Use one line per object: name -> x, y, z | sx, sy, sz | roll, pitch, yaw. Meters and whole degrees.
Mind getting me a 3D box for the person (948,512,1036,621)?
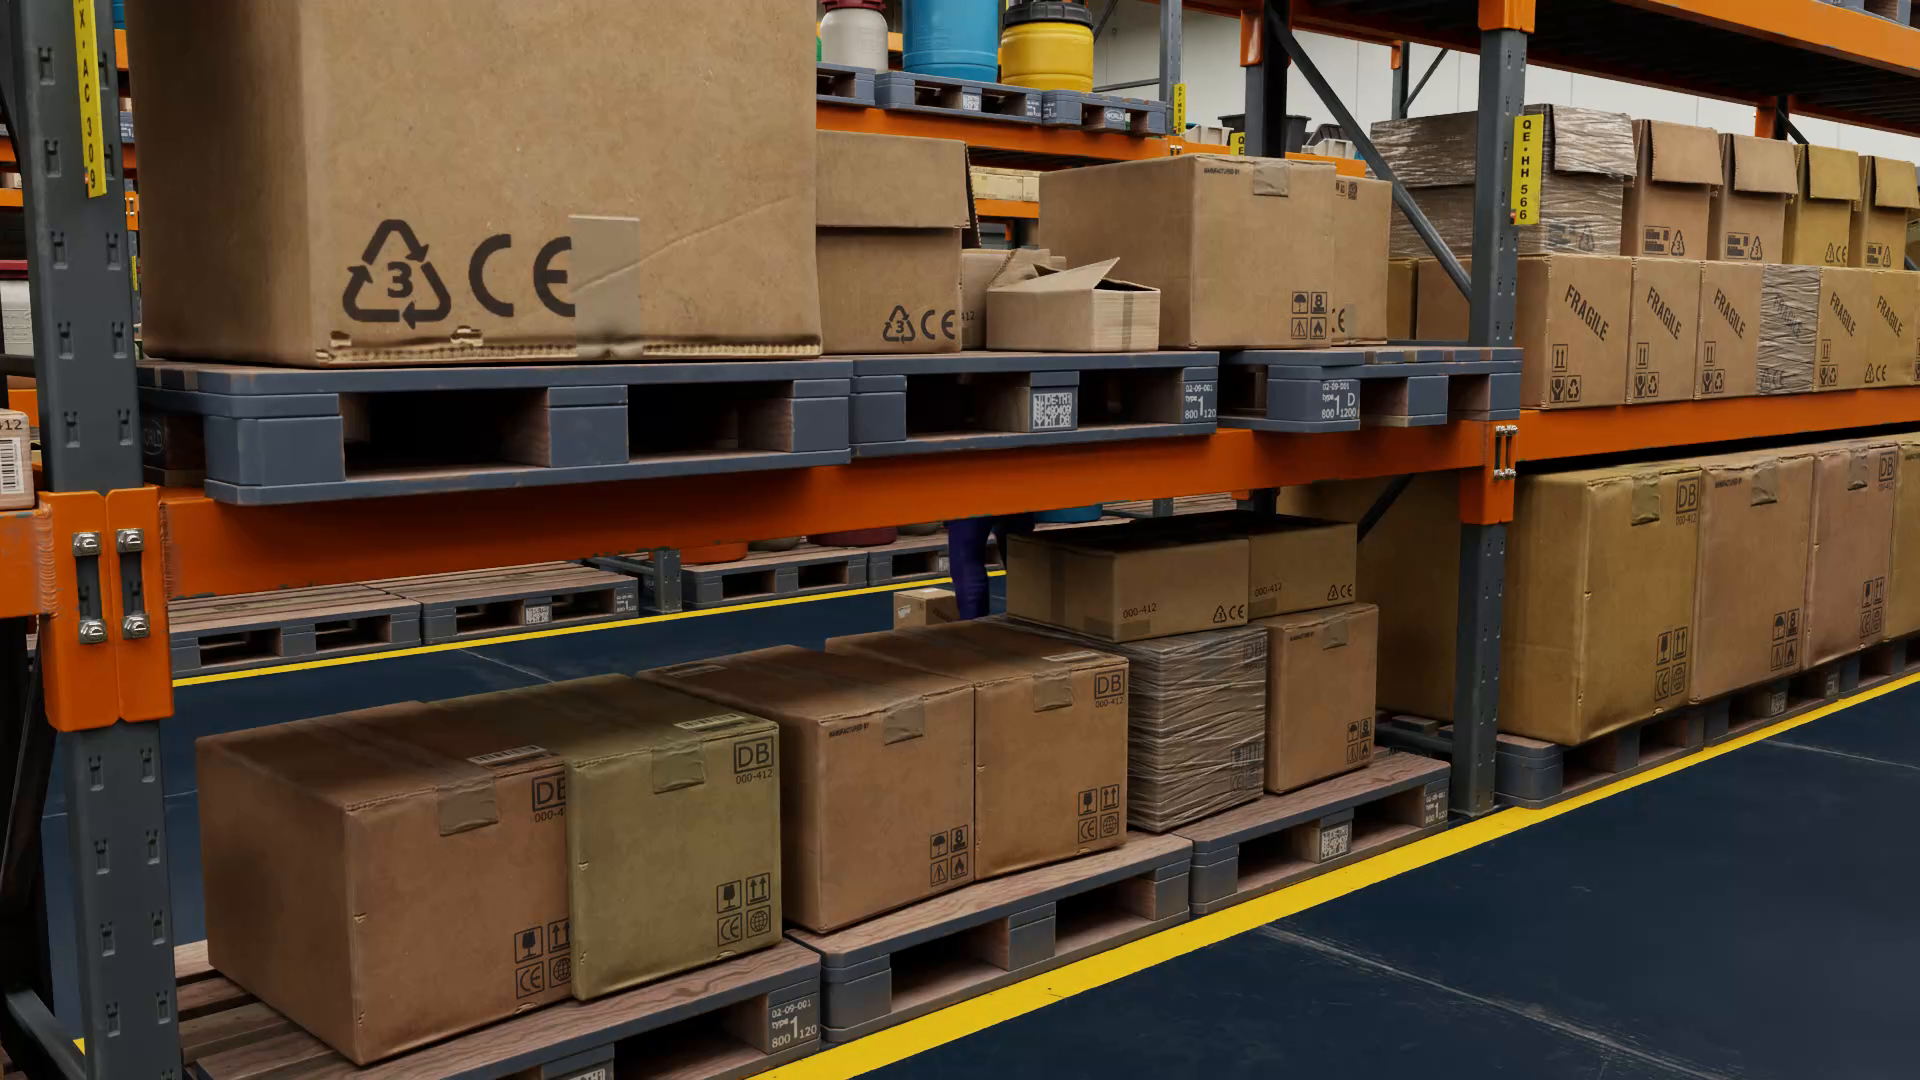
person -> 0.166, -0.229, 7.803 | 0.545, 1.707, 0.387 | -6, 10, -40
